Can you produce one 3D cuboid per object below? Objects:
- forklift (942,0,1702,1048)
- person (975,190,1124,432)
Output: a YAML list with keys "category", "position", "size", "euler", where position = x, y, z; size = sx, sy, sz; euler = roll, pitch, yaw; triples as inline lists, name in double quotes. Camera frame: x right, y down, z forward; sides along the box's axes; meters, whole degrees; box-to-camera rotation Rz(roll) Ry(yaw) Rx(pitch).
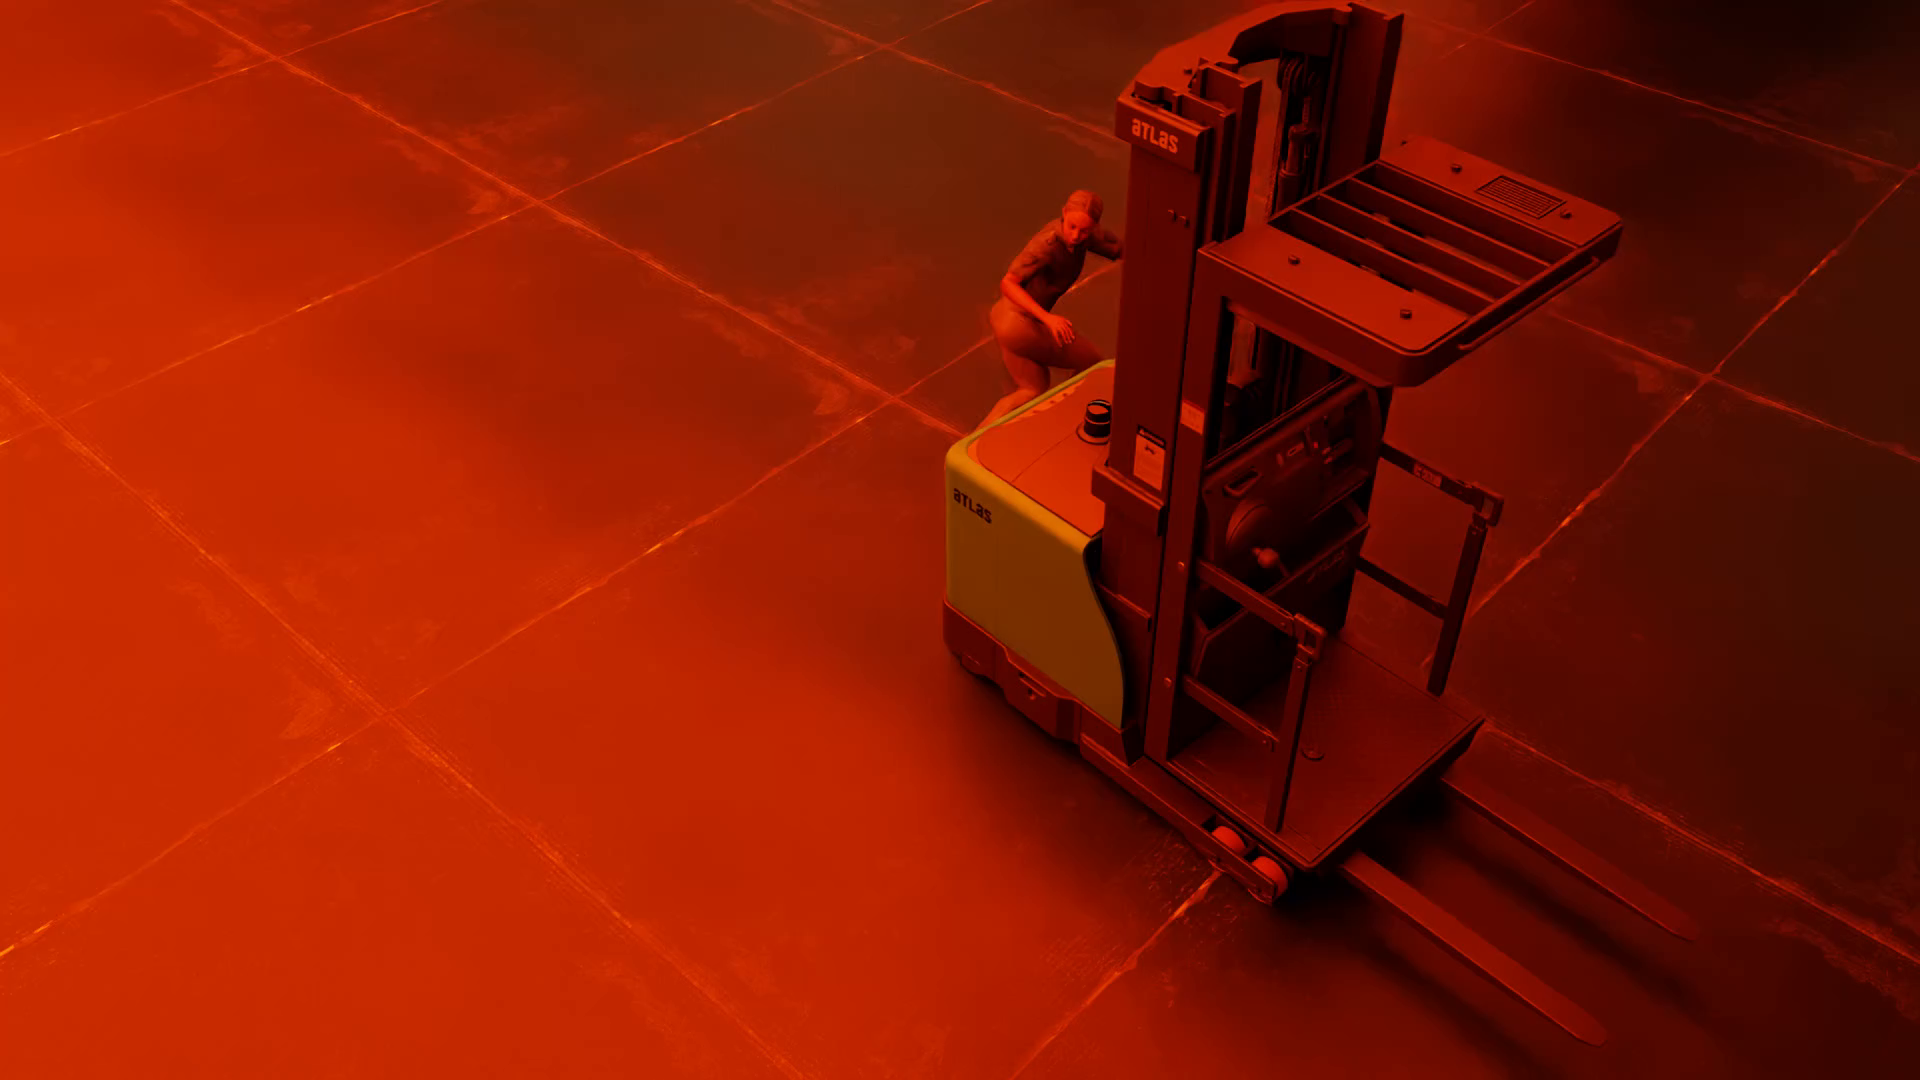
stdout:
- category: "forklift"
  position: [1.297, -0.160, 5.615]
  size: [1.130, 2.935, 3.031]
  euler: [-31, 49, -31]
- category: "person"
  position: [0.537, -0.896, 7.682]
  size: [1.088, 1.435, 0.827]
  euler: [2, 41, 2]
